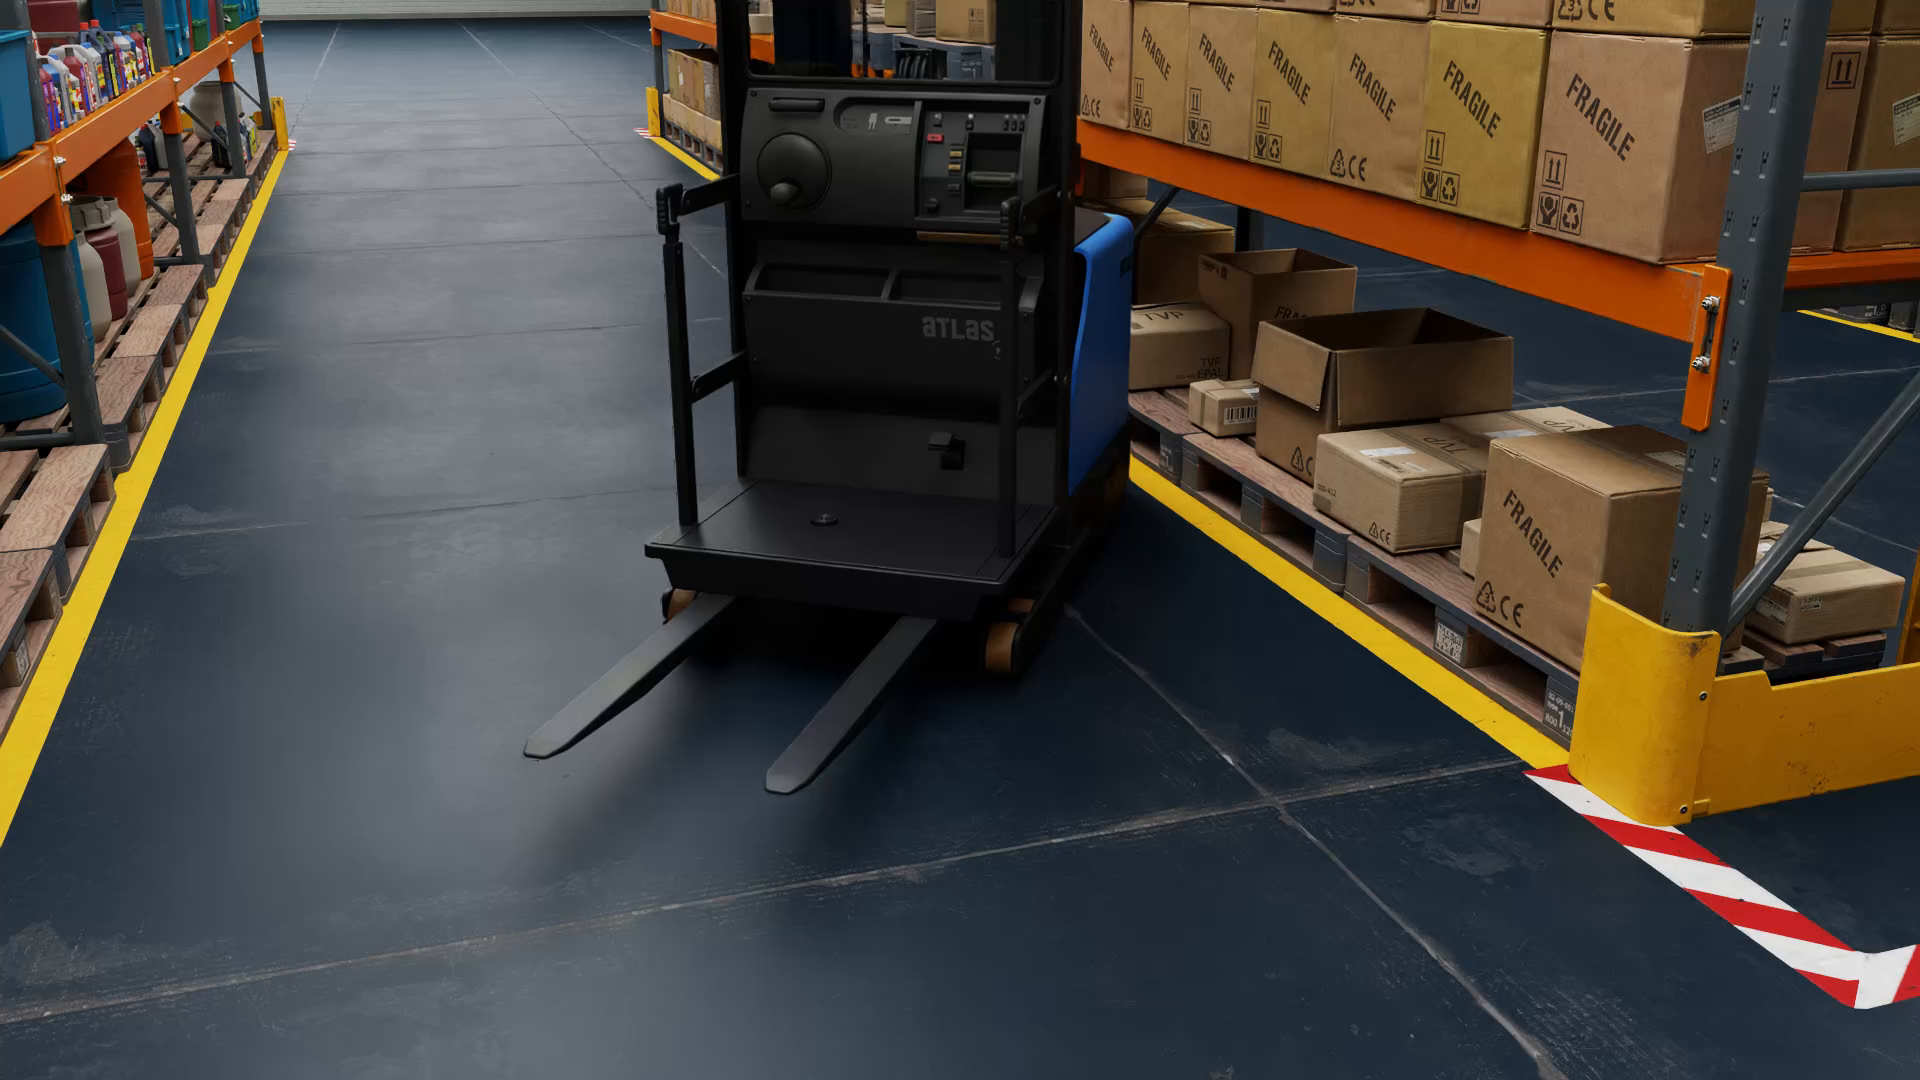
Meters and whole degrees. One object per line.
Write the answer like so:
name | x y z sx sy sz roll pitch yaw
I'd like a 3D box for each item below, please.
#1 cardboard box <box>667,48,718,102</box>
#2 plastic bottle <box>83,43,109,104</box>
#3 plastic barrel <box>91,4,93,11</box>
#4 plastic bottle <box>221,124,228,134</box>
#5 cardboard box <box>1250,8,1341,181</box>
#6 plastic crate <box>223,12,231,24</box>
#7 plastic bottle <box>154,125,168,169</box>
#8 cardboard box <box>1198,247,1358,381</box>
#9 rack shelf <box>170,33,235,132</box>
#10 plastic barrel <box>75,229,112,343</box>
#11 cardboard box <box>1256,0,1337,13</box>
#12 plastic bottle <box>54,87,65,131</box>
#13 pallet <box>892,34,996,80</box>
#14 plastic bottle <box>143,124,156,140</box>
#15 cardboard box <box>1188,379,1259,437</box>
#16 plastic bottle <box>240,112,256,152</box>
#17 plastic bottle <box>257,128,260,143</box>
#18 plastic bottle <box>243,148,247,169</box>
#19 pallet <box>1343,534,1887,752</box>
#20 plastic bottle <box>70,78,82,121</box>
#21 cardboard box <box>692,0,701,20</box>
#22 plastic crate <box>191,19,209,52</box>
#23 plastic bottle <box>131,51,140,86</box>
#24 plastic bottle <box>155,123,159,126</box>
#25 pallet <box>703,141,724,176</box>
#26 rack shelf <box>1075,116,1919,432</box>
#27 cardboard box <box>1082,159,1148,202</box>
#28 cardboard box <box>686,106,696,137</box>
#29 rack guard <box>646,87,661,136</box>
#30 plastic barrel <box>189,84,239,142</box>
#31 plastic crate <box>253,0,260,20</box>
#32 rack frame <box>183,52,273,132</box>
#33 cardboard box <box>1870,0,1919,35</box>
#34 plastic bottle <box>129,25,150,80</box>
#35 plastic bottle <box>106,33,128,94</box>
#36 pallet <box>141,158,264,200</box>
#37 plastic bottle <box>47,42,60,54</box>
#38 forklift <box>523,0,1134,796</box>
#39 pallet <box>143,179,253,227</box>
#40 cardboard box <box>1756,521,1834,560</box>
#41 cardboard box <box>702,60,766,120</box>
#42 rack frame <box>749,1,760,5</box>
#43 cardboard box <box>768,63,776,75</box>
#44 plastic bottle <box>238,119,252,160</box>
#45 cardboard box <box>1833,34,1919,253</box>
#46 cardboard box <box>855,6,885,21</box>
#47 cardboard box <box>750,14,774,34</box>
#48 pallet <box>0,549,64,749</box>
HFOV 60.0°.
cardboard box | -2.743 -4.844 17.302 0.500 0.500 0.500 -6 21 -17
plastic bottle | -3.980 -2.139 7.624 0.097 0.271 0.097 0 20 0
plastic barrel | -5.706 -3.346 10.630 0.421 0.512 0.421 0 20 0
plastic bottle | -6.491 -3.536 14.703 0.152 0.276 0.135 -6 21 -17
cardboard box | 1.295 -1.459 5.394 0.500 0.500 0.500 -7 21 -18
plastic crate | -6.349 -4.287 13.506 0.767 0.338 0.504 -6 21 -17
plastic bottle | -6.644 -3.286 13.897 0.144 0.351 0.185 -6 21 -17
cardboard box | 1.361 -0.970 7.228 0.500 0.500 0.500 -6 21 -17
rack shelf | -5.677 -3.154 11.325 1.077 0.370 4.000 -6 21 -17
plastic barrel | -4.261 -1.189 7.847 0.421 0.512 0.421 0 20 0
cardboard box | 1.281 -1.933 5.233 0.500 0.500 0.500 -6 21 -16
plastic bottle | -3.597 -1.715 6.547 0.097 0.201 0.097 0 20 0
pallet | 0.271 -2.662 9.175 1.003 0.211 1.213 -6 21 -17
plastic bottle | -6.842 -3.333 14.025 0.144 0.351 0.185 -7 21 -20
cardboard box | 1.121 -0.532 6.501 0.380 0.166 0.250 -6 21 -17
plastic bottle | -6.416 -3.655 14.922 0.144 0.351 0.185 -6 20 -15
plastic bottle | -6.569 -3.766 15.452 0.097 0.201 0.097 0 20 0
plastic bottle | -6.021 -3.206 13.894 0.097 0.201 0.097 0 20 0
pallet | 1.895 0.223 4.982 1.003 0.211 1.213 -6 21 -17
plastic bottle | -3.731 -1.852 6.928 0.097 0.201 0.097 0 20 0
cardboard box | -2.235 -5.343 16.206 0.700 0.500 0.500 -6 21 -16
plastic crate | -5.490 -3.506 11.554 0.450 0.188 0.662 -6 21 -17
plastic bottle | -4.333 -2.466 8.640 0.097 0.201 0.097 0 20 0
plastic bottle | -7.149 -3.584 14.843 0.097 0.271 0.097 0 20 0
pallet | -1.812 -3.607 15.647 1.003 0.211 1.213 -6 21 -17
rack shelf | 1.541 -1.112 5.640 1.077 0.370 4.000 -6 21 -17
cardboard box | 0.678 -1.978 8.924 0.500 0.250 0.500 -6 21 -17
cardboard box | -2.432 -4.170 16.534 0.500 0.250 0.500 -6 21 -17
rack guard | -2.867 -4.775 18.470 1.175 0.500 0.348 -6 21 -17
plastic barrel | -7.126 -4.081 15.901 0.421 0.512 0.421 0 20 0
plastic crate | -7.121 -5.219 16.231 0.499 0.251 0.616 -6 21 -17
rack frame | -7.562 -5.418 16.564 1.000 3.000 0.127 -6 21 -17
cardboard box | 2.281 -1.497 4.020 0.500 0.500 0.500 -6 21 -16
plastic bottle | -4.443 -2.638 8.995 0.061 0.283 0.133 -6 21 -17
plastic bottle | -4.157 -2.345 8.180 0.061 0.283 0.133 -6 21 -17
pallet | -6.477 -3.042 14.074 1.003 0.211 1.213 -6 21 -17
plastic bottle | -4.147 -2.155 7.668 0.097 0.271 0.097 0 20 0
forklift | -0.265 -1.129 4.724 1.130 2.935 3.031 6 21 16
pallet | -6.022 -2.574 12.772 1.003 0.211 1.213 -6 21 -17
cardboard box | 2.286 0.066 4.835 0.380 0.166 0.250 -6 21 -17
cardboard box | -2.101 -4.204 15.519 0.500 0.500 0.500 -6 21 -17
rack frame | -1.602 -4.660 14.452 1.000 3.000 0.127 -6 21 -17
cardboard box | -1.450 -4.098 15.226 0.500 0.500 0.500 -6 21 -17
plastic bottle | -6.224 -3.459 14.376 0.144 0.351 0.185 -7 21 -19
cardboard box | 2.281 -1.026 4.189 0.500 0.500 0.500 -6 21 -16
cardboard box | -0.417 -3.456 11.232 0.500 0.311 0.500 -5 20 -14
cardboard box | -1.517 -4.235 13.643 0.380 0.149 0.250 -6 21 -17
pallet | -3.136 0.369 4.577 1.003 0.211 1.213 -6 21 -17
